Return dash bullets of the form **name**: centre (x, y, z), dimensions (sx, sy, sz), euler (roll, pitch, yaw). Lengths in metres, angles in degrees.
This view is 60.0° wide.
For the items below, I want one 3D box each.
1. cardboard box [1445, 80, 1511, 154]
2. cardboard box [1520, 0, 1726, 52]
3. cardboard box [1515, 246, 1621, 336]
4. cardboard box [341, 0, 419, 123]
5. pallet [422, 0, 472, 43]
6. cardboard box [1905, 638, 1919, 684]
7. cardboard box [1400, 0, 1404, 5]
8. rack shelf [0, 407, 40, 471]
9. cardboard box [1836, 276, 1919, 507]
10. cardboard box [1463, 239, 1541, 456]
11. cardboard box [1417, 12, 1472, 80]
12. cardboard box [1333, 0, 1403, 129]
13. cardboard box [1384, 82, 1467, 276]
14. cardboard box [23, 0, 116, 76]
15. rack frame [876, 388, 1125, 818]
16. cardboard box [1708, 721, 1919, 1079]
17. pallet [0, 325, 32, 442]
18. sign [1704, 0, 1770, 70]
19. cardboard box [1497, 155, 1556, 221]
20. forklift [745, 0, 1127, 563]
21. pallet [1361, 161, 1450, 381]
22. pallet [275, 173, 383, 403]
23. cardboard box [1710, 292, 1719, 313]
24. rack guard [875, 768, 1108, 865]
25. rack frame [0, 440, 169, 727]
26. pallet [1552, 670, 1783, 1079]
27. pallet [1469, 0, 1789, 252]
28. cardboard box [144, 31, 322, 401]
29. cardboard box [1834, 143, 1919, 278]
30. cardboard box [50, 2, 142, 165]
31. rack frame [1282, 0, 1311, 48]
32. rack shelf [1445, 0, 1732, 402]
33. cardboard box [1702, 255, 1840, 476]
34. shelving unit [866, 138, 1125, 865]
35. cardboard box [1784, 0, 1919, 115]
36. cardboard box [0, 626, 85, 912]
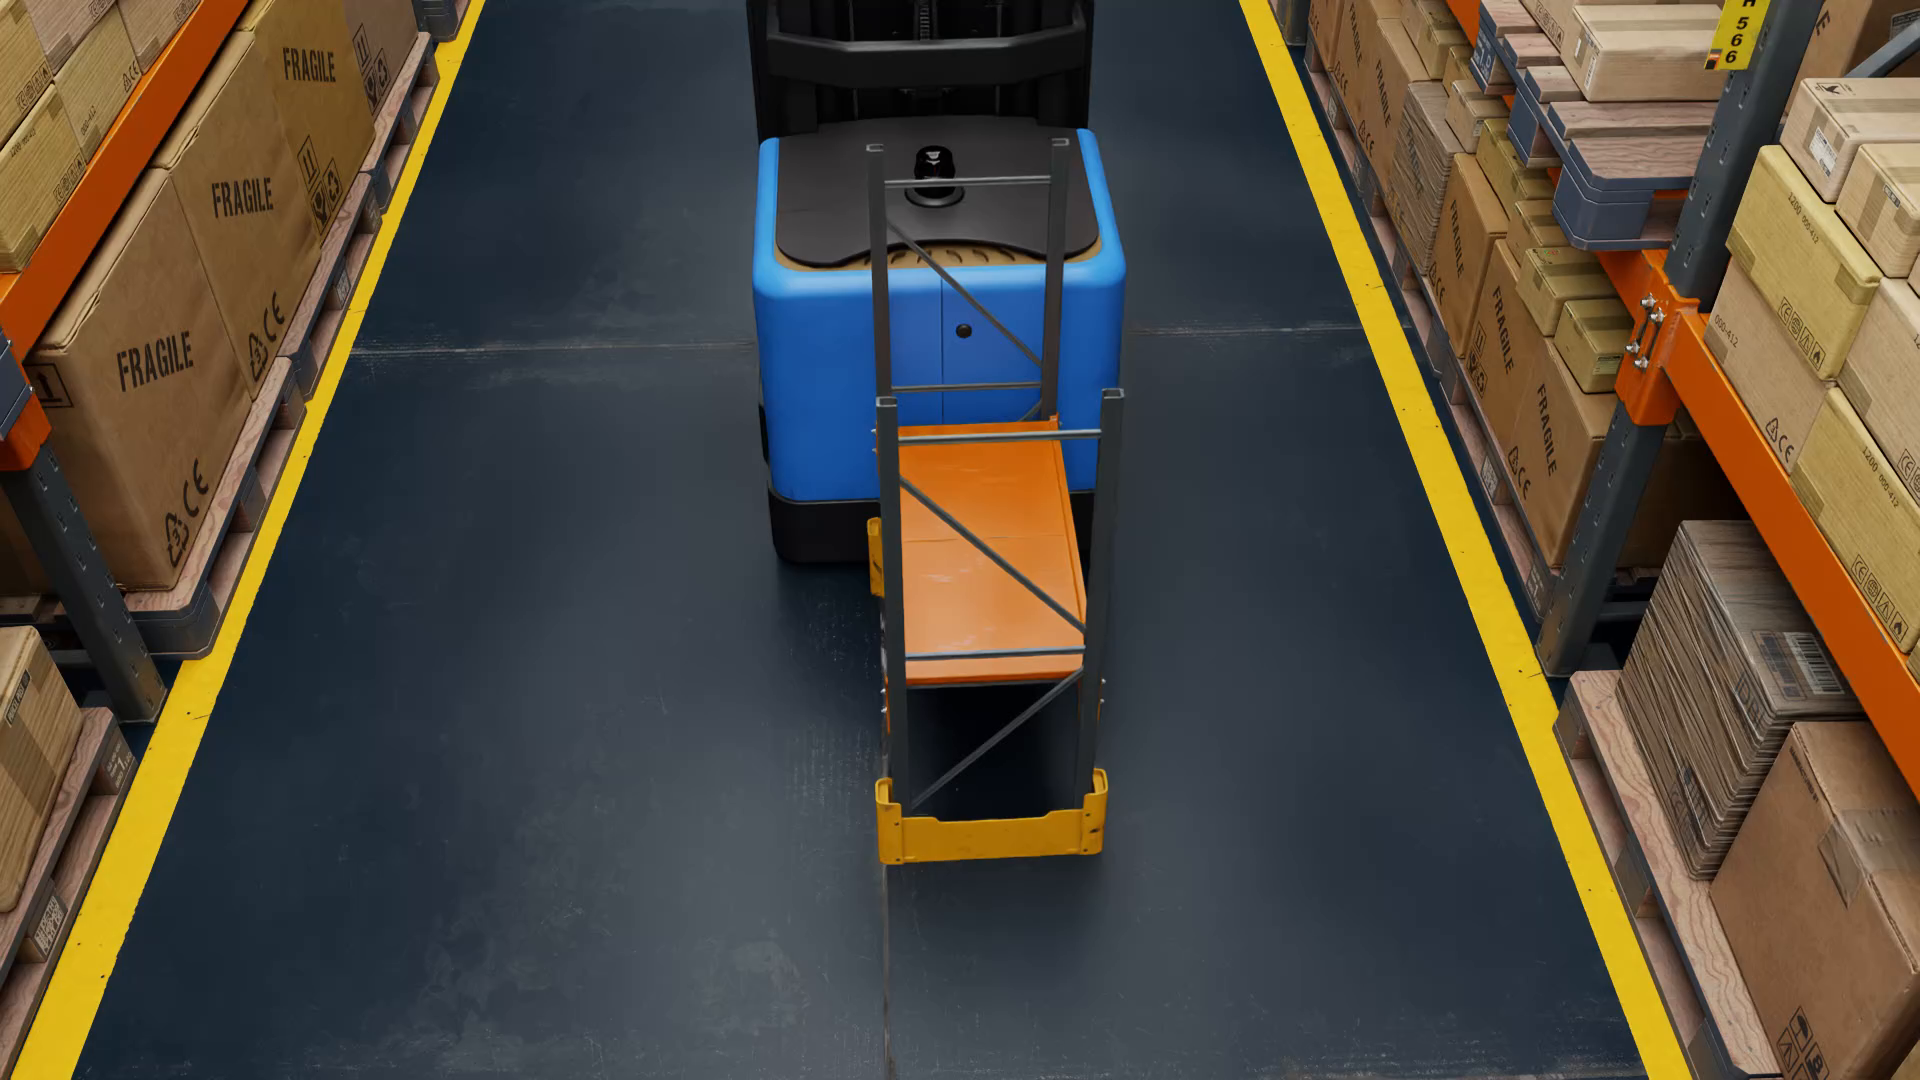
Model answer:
- **cardboard box**: centre (1.889, -1.452, 5.673), dimensions (0.380, 0.149, 0.250), euler (-4, 43, -4)
- **cardboard box**: centre (1.823, -1.560, 4.532), dimensions (0.500, 0.250, 0.500), euler (-3, 43, -4)
- **cardboard box**: centre (1.875, -0.739, 4.896), dimensions (0.380, 0.149, 0.250), euler (-4, 43, -4)
- **cardboard box**: centre (-2.831, -2.268, 6.766), dimensions (0.875, 0.875, 0.875), euler (0, 43, 0)
- **pallet**: centre (-2.891, -2.800, 8.149), dimensions (1.003, 0.211, 1.213), euler (-2, 43, -2)
- **cardboard box**: centre (2.012, 0.292, 2.823), dimensions (0.500, 0.250, 0.500), euler (-3, 43, -3)
- **cardboard box**: centre (1.908, -2.138, 6.422), dimensions (0.380, 0.149, 0.250), euler (-2, 43, -3)
- **rack shelf**: centre (-2.683, 1.003, 2.468), dimensions (1.077, 0.370, 4.000), euler (-2, 43, -2)
- **cardboard box**: centre (1.986, -0.242, 3.035), dimensions (0.500, 0.250, 0.500), euler (0, 43, 0)
- **cardboard box**: centre (1.948, -0.608, 5.233), dimensions (0.500, 0.500, 0.500), euler (-2, 43, -2)
- **cardboard box**: centre (1.889, -1.801, 6.054), dimensions (0.380, 0.149, 0.250), euler (0, 43, 0)
- **cardboard box**: centre (1.850, -1.999, 6.750), dimensions (0.500, 0.500, 0.500), euler (-2, 43, -2)
- **cardboard box**: centre (1.882, -1.311, 6.000), dimensions (0.500, 0.500, 0.500), euler (-3, 43, -3)
- **cardboard box**: centre (-2.563, -1.439, 4.341), dimensions (0.500, 0.250, 0.500), euler (-1, 43, -1)
- **rack frame**: centre (0.081, 0.266, 3.850), dimensions (0.500, 1.500, 0.032), euler (-2, 43, -3)
- **cardboard box**: centre (2.240, 0.826, 3.576), dimensions (0.875, 0.625, 0.625), euler (0, 43, 0)
- **pallet**: centre (-2.631, -0.063, 3.241), dimensions (1.213, 0.211, 1.003), euler (-2, 43, -2)
- **sign**: centre (1.650, -1.133, 3.468), dimensions (0.100, 0.325, 0.005), euler (-2, 43, -2)
- **cardboard box**: centre (1.942, -1.098, 5.287), dimensions (0.380, 0.149, 0.250), euler (0, 43, -1)
- **forklift**: centre (-0.138, -1.996, 5.258), dimensions (1.130, 2.935, 3.031), euler (-2, 43, -3)
- **pallet**: centre (2.149, -1.056, 6.246), dimensions (1.003, 0.211, 1.213), euler (-2, 43, -2)
- **pallet**: centre (-2.774, -0.940, 6.120), dimensions (1.003, 0.211, 1.213), euler (-2, 43, -2)
- **cardboard box**: centre (2.453, -0.615, 5.240), dimensions (0.500, 0.500, 0.500), euler (-1, 43, -2)
- **rack guard**: centre (0.080, 0.713, 4.287), dimensions (0.587, 0.250, 0.087), euler (-2, 43, -3)
- **rack frame**: centre (-2.767, -0.612, 3.698), dimensions (1.000, 3.000, 0.127), euler (-2, 43, -2)
- **pallet**: centre (2.188, 0.828, 4.191), dimensions (1.003, 0.211, 1.213), euler (-2, 43, -2)
- **pallet**: centre (2.093, -1.142, 4.418), dimensions (1.213, 0.211, 1.003), euler (-2, 43, -2)
- **cardboard box**: centre (-2.748, -1.055, 5.442), dimensions (0.875, 0.875, 0.875), euler (-1, 43, -1)
- **cardboard box**: centre (1.923, -0.629, 3.163), dimensions (0.380, 0.149, 0.250), euler (-1, 43, -1)
- **cardboard box**: centre (-2.576, -1.241, 4.495), dimensions (0.500, 0.250, 0.500), euler (-3, 43, -3)
- **rack frame**: centre (2.022, -3.458, 6.802), dimensions (1.000, 3.000, 0.127), euler (-2, 43, -2)
- **rack shelf**: centre (2.107, -1.842, 5.572), dimensions (1.077, 0.370, 4.000), euler (-2, 43, -2)
- **cardboard box**: centre (1.966, -0.395, 3.572), dimensions (0.500, 0.250, 0.500), euler (-1, 43, -2)
- **shelving unit**: centre (0.050, -0.083, 4.231), dimensions (0.587, 1.500, 1.083), euler (-2, 43, -3)
- **cardboard box**: centre (2.326, -1.301, 4.064), dimensions (0.500, 0.500, 0.500), euler (0, 43, 0)
- **cardboard box**: centre (-2.753, 0.583, 4.028), dimensions (0.950, 0.372, 0.625), euler (-4, 43, -5)
